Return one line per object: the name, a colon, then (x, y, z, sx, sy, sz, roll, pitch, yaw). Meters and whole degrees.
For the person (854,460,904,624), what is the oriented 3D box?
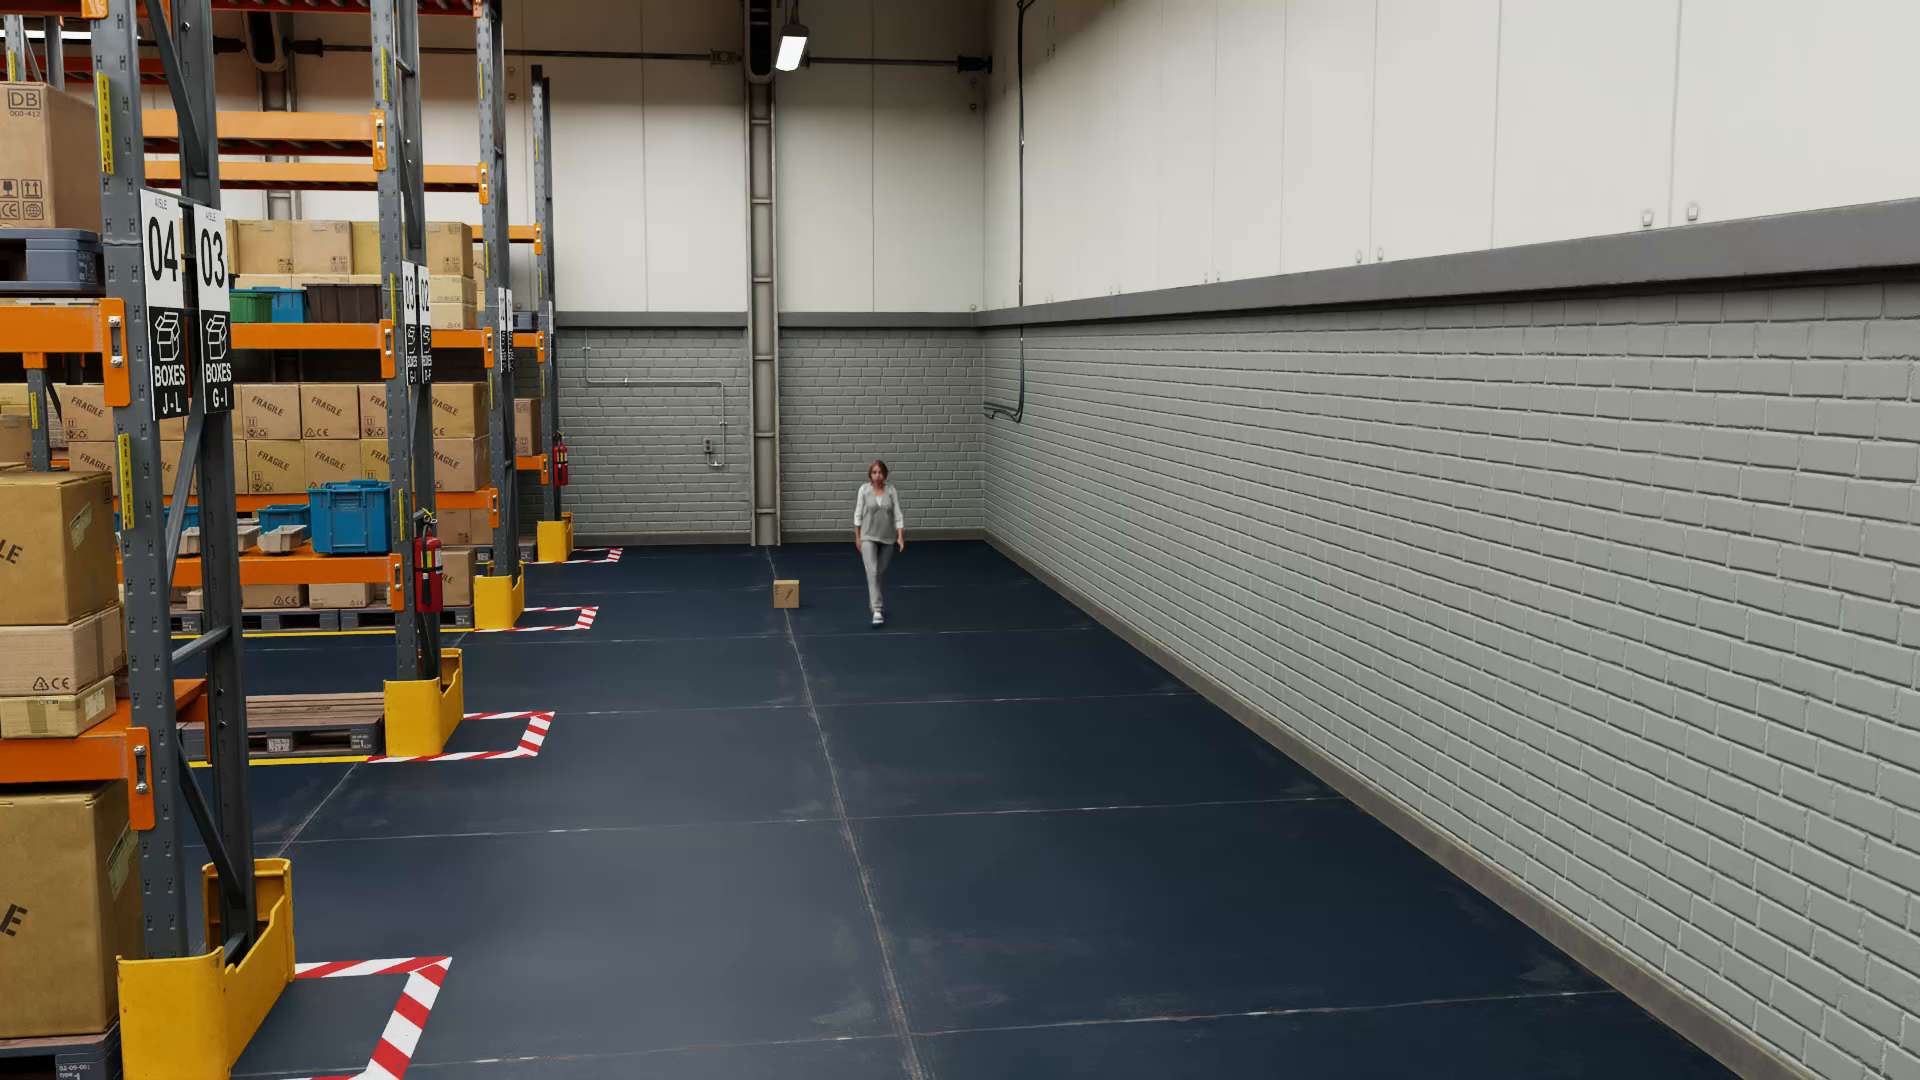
person: (-0.771, -0.008, 16.010, 0.444, 1.531, 0.978, -2, 7, -14)
